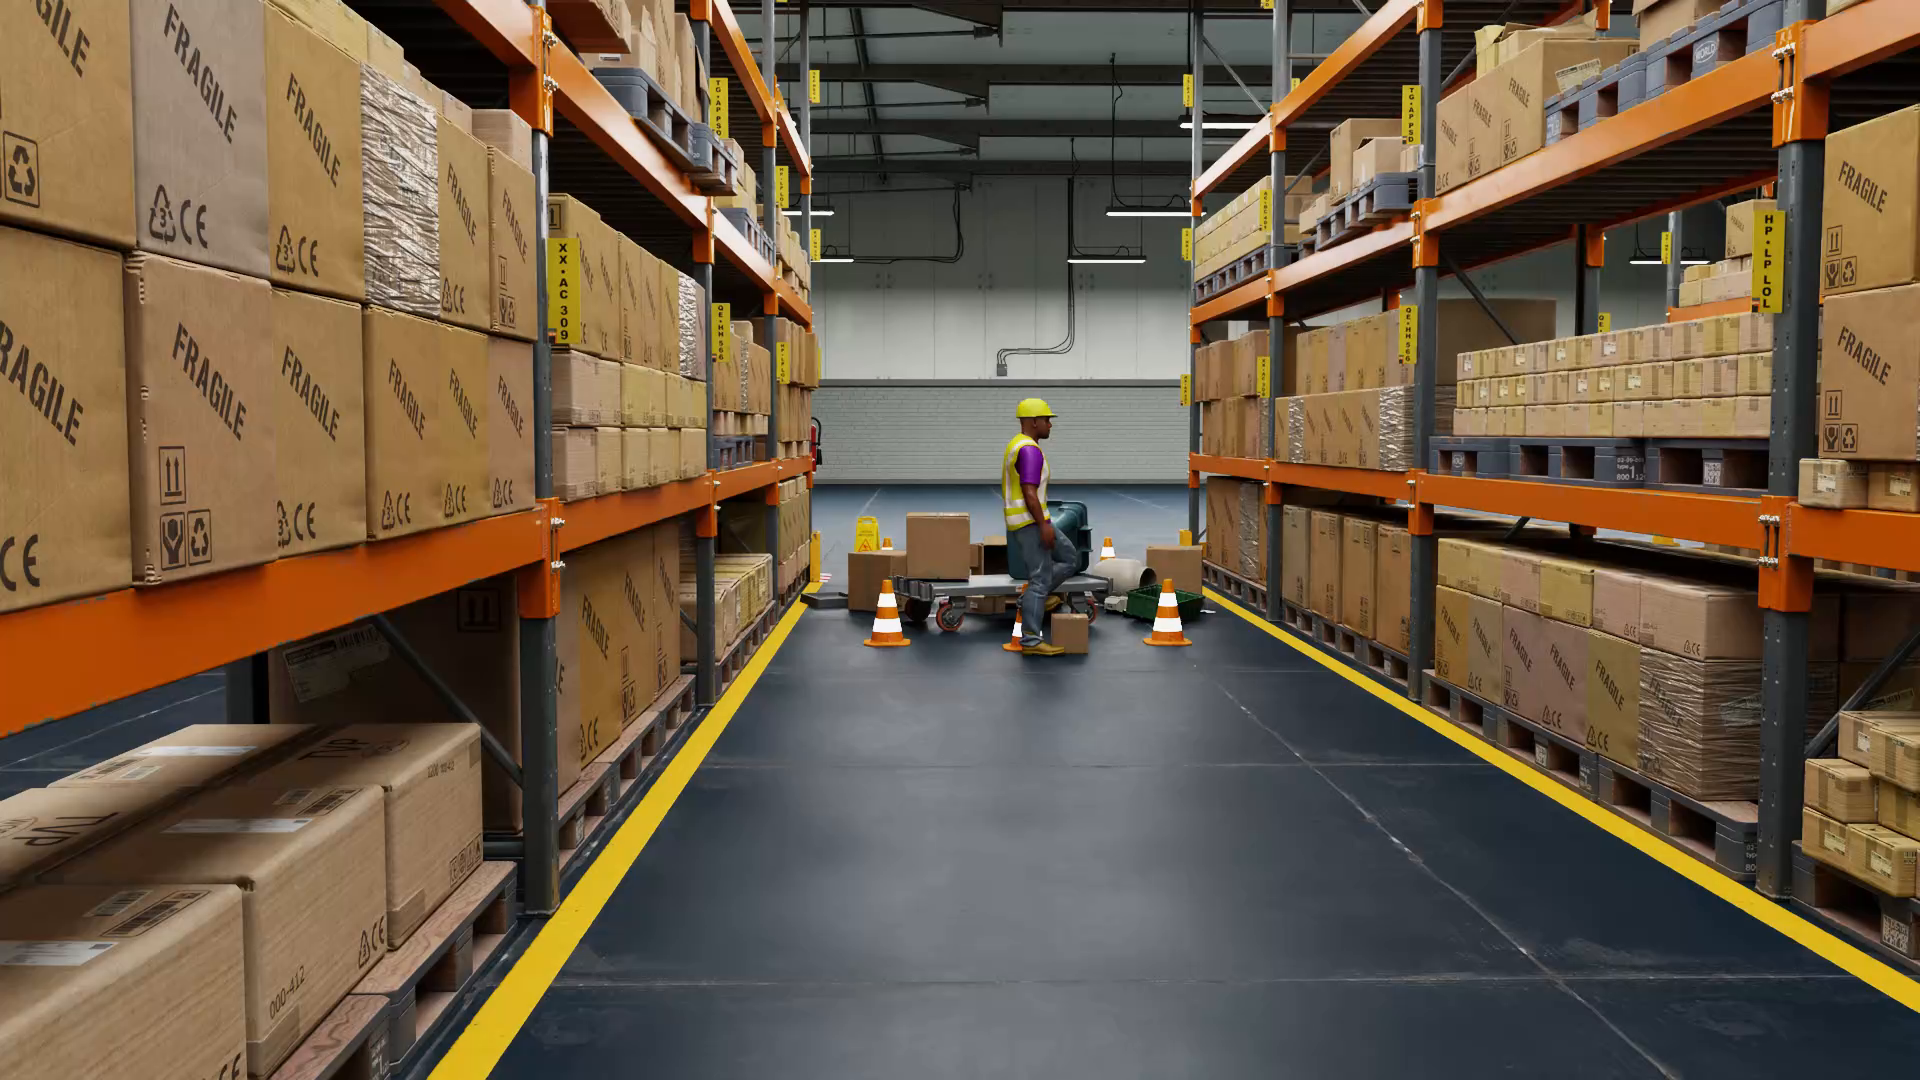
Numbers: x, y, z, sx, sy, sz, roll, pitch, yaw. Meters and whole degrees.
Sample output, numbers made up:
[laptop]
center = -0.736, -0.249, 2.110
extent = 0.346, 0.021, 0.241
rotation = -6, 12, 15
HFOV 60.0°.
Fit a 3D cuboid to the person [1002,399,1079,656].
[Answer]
[person]
center = 0.569, -0.097, 11.568
extent = 0.555, 1.763, 0.625
rotation = 0, 4, -2
